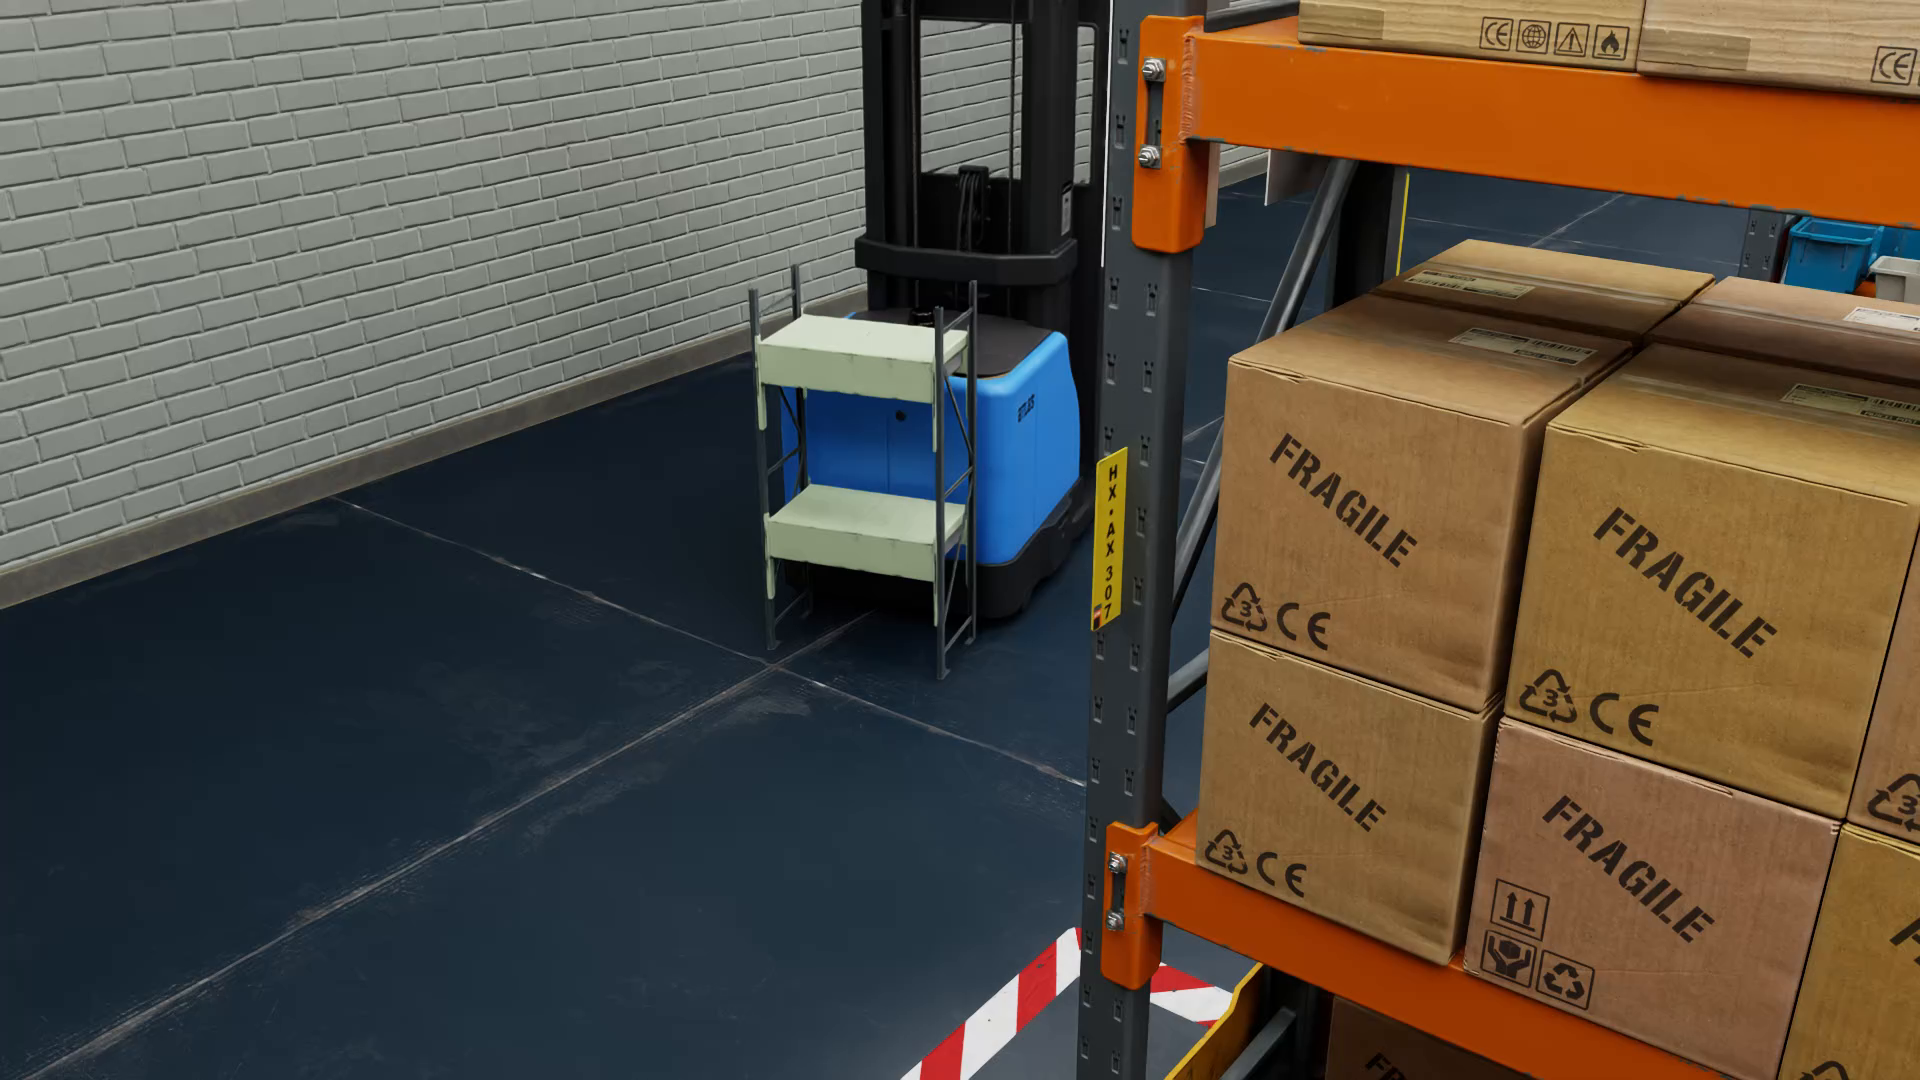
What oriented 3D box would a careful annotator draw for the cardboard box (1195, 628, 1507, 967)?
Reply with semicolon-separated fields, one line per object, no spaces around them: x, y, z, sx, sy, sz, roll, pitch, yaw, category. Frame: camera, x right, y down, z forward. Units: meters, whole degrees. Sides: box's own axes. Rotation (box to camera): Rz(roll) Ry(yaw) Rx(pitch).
0.789;0.368;3.071;0.500;0.500;0.500;18;29;34;cardboard box

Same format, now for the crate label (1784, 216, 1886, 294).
3.566;-1.161;6.798;0.303;0.233;0.416;17;29;33;crate label

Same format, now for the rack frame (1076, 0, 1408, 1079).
0.592;0.221;3.528;0.127;3.000;1.000;17;29;33;rack frame

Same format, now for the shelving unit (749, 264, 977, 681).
-0.357;-0.261;6.481;0.755;1.500;0.431;8;25;18;shelving unit

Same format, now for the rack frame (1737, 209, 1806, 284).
3.566;-1.376;7.153;0.127;3.000;1.000;17;29;33;rack frame

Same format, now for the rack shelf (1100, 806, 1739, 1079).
2.192;1.034;2.575;4.000;0.370;1.077;17;29;33;rack shelf

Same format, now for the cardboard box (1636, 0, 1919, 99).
1.243;-0.752;2.202;0.500;0.250;0.500;17;29;33;cardboard box

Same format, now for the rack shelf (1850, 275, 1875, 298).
5.166;-0.563;6.201;4.000;0.370;1.077;17;29;33;rack shelf

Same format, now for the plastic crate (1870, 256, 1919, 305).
3.773;-1.013;6.581;0.298;0.136;0.250;17;29;33;plastic crate

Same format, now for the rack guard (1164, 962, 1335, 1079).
0.653;1.383;3.990;0.348;0.500;1.175;17;29;33;rack guard

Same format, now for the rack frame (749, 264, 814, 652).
-0.701;-0.311;6.595;0.023;1.500;0.400;8;25;18;rack frame

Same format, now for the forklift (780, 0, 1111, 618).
0.219;-1.587;7.716;1.130;2.935;3.031;8;25;18;forklift

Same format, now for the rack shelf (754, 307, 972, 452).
-0.357;-0.618;6.324;0.720;0.370;0.431;8;25;18;rack shelf

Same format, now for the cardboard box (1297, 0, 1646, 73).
0.851;-0.877;2.485;0.500;0.250;0.500;17;29;33;cardboard box

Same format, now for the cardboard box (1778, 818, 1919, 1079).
1.605;0.613;2.514;0.500;0.500;0.500;17;29;33;cardboard box

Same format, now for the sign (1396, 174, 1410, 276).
0.941;-0.628;3.626;0.005;0.325;0.100;17;29;33;sign

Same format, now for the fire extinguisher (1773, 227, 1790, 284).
3.718;-1.353;7.660;0.183;0.674;0.296;17;29;33;fire extinguisher

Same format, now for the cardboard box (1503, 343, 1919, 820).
1.212;0.034;2.588;0.500;0.500;0.500;17;29;34;cardboard box

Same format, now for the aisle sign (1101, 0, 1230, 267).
0.361;-0.890;2.826;0.004;0.787;0.394;17;29;33;aisle sign

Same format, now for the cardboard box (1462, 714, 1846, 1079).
1.205;0.491;2.792;0.500;0.500;0.500;16;29;33;cardboard box

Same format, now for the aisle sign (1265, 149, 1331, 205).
0.721;-1.084;3.266;0.004;0.787;0.394;17;29;33;aisle sign

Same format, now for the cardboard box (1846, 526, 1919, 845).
1.609;0.157;2.310;0.500;0.500;0.500;17;29;34;cardboard box

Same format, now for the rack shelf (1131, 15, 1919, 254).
2.192;-0.339;1.971;4.000;0.370;1.077;17;29;33;rack shelf

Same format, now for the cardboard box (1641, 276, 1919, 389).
1.518;-0.141;2.987;0.500;0.500;0.500;18;29;35;cardboard box

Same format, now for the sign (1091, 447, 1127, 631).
0.267;0.000;2.956;0.005;0.325;0.100;17;29;33;sign

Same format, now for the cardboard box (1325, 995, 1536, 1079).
1.175;1.216;3.825;0.500;0.500;0.500;17;29;33;cardboard box

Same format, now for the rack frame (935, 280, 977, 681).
-0.012;-0.211;6.368;0.023;1.500;0.400;8;25;18;rack frame

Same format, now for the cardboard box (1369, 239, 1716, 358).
1.113;-0.263;3.263;0.500;0.500;0.500;17;29;33;cardboard box

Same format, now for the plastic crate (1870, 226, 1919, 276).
3.946;-1.399;7.087;0.499;0.435;0.616;17;29;33;plastic crate

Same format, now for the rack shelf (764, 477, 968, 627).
-0.357;0.037;6.613;0.720;0.370;0.431;8;25;18;rack shelf

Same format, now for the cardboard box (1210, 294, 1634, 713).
0.789;-0.090;2.870;0.500;0.500;0.500;18;29;35;cardboard box
